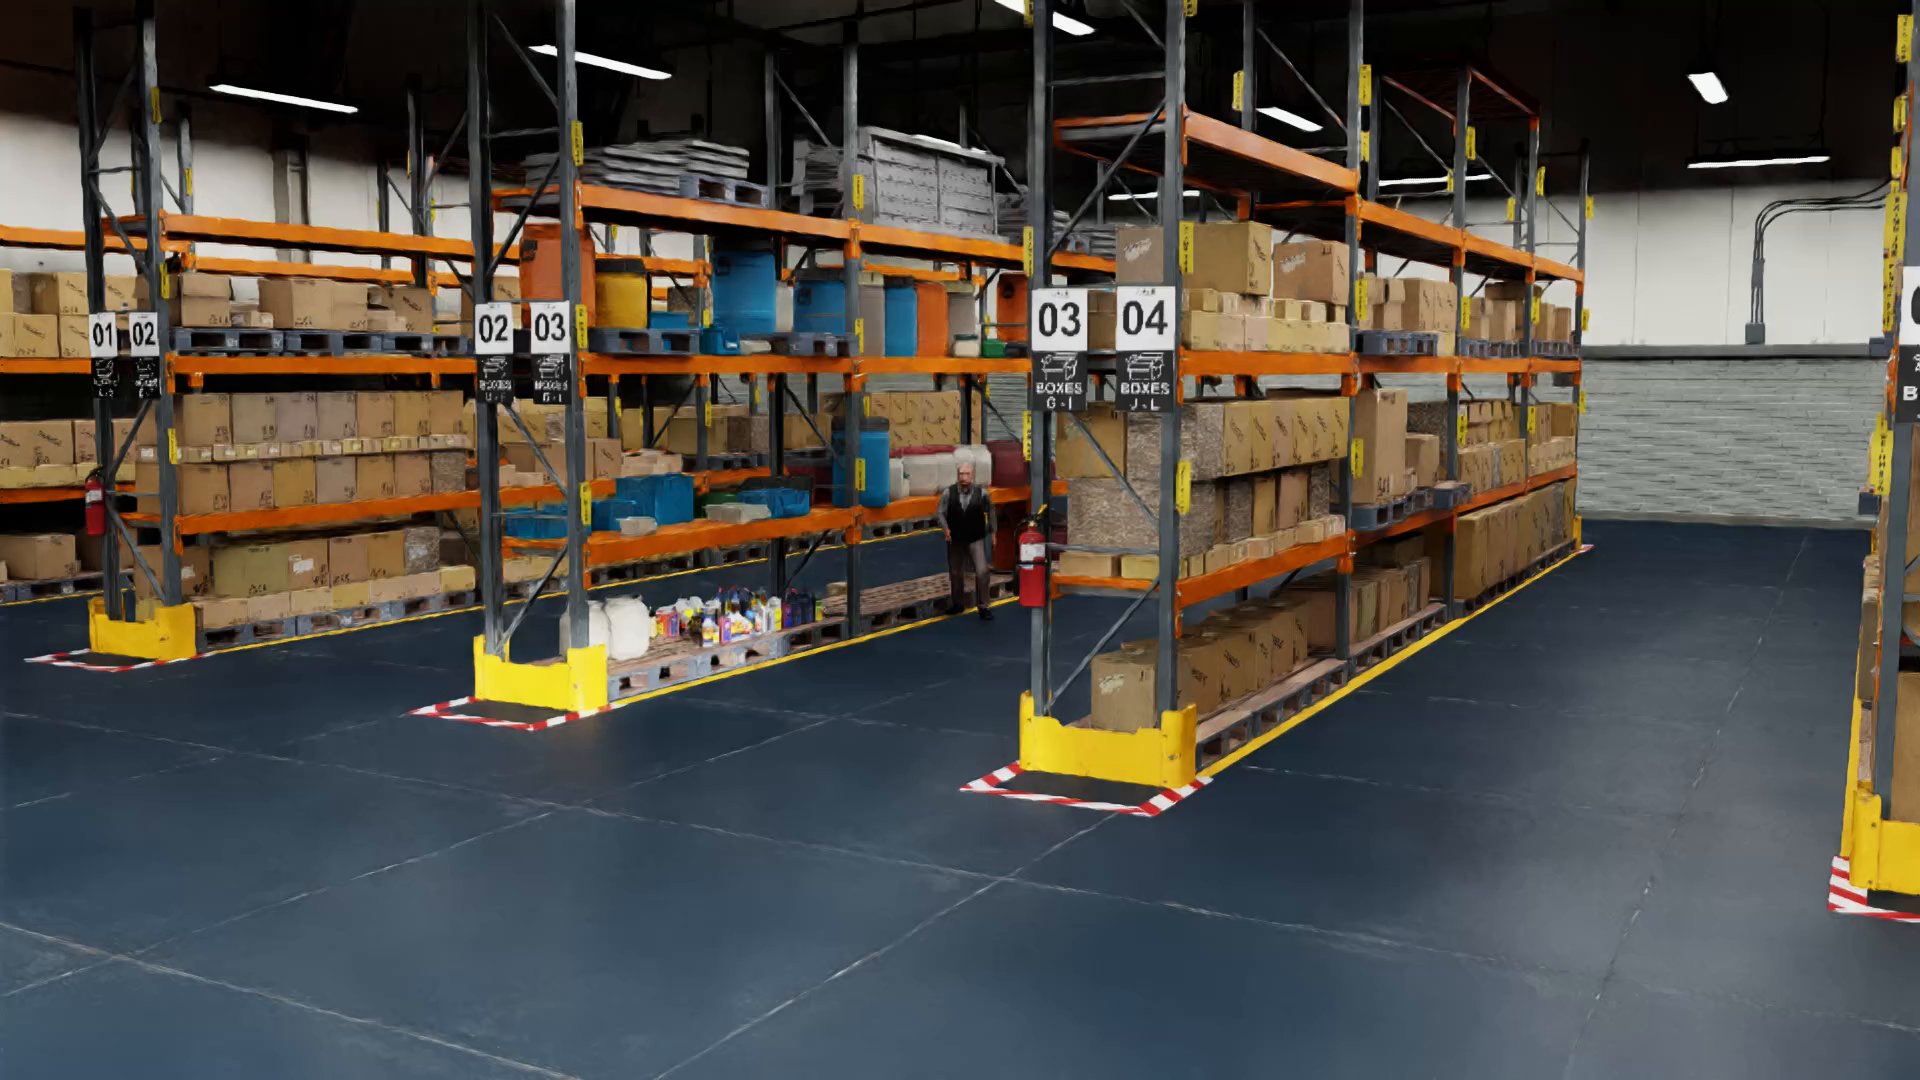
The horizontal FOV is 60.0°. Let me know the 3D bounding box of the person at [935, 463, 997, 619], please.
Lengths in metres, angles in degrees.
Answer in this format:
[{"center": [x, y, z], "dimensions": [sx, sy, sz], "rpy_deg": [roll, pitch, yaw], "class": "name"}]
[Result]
[{"center": [0.074, 0.002, 17.848], "dimensions": [0.668, 1.668, 0.779], "rpy_deg": [1, 6, 8], "class": "person"}]
